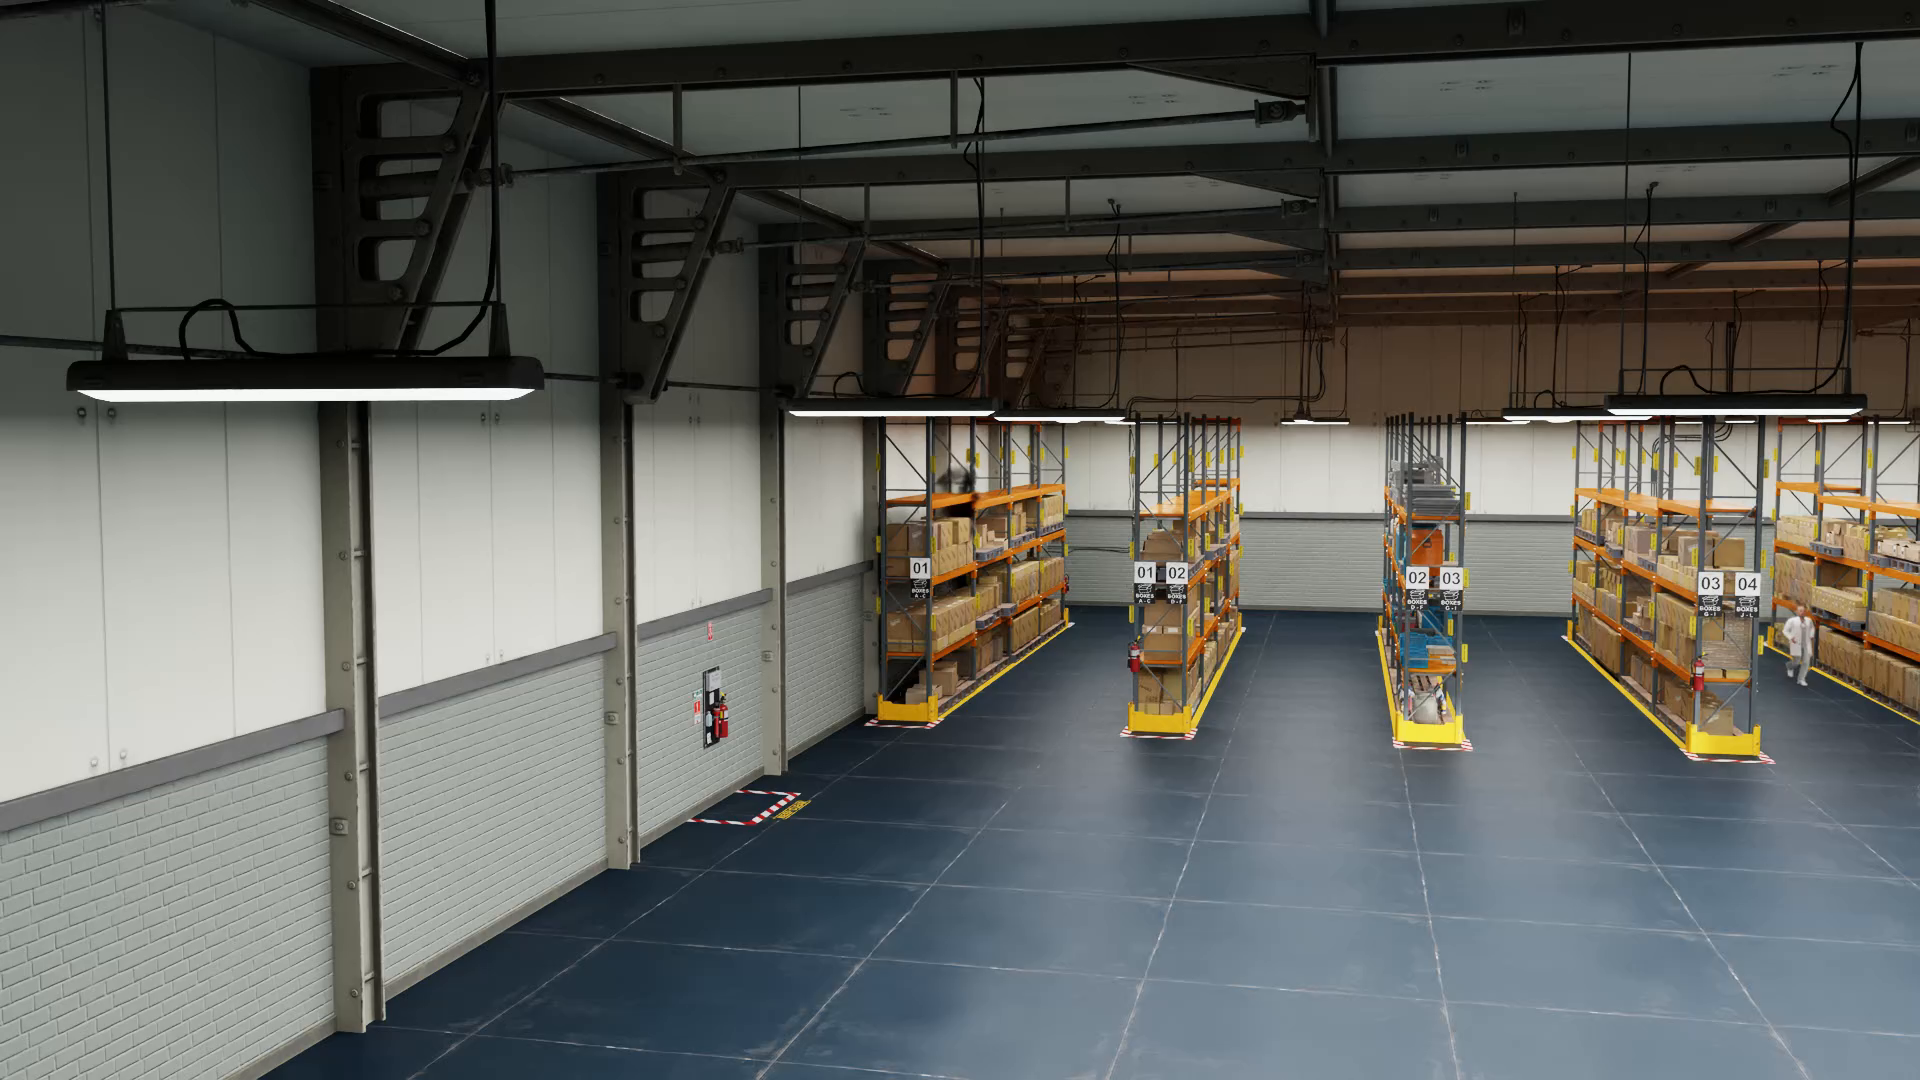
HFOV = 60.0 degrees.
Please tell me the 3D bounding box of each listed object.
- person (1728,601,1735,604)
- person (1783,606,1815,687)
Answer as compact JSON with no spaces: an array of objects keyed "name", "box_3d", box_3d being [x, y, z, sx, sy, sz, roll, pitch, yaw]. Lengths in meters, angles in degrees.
[{"name":"person","box_3d":[19.681,1.967,42.278,0.666,1.779,0.730,1,4,18]},{"name":"person","box_3d":[18.735,2.349,37.091,0.712,1.752,0.838,0,4,5]}]
